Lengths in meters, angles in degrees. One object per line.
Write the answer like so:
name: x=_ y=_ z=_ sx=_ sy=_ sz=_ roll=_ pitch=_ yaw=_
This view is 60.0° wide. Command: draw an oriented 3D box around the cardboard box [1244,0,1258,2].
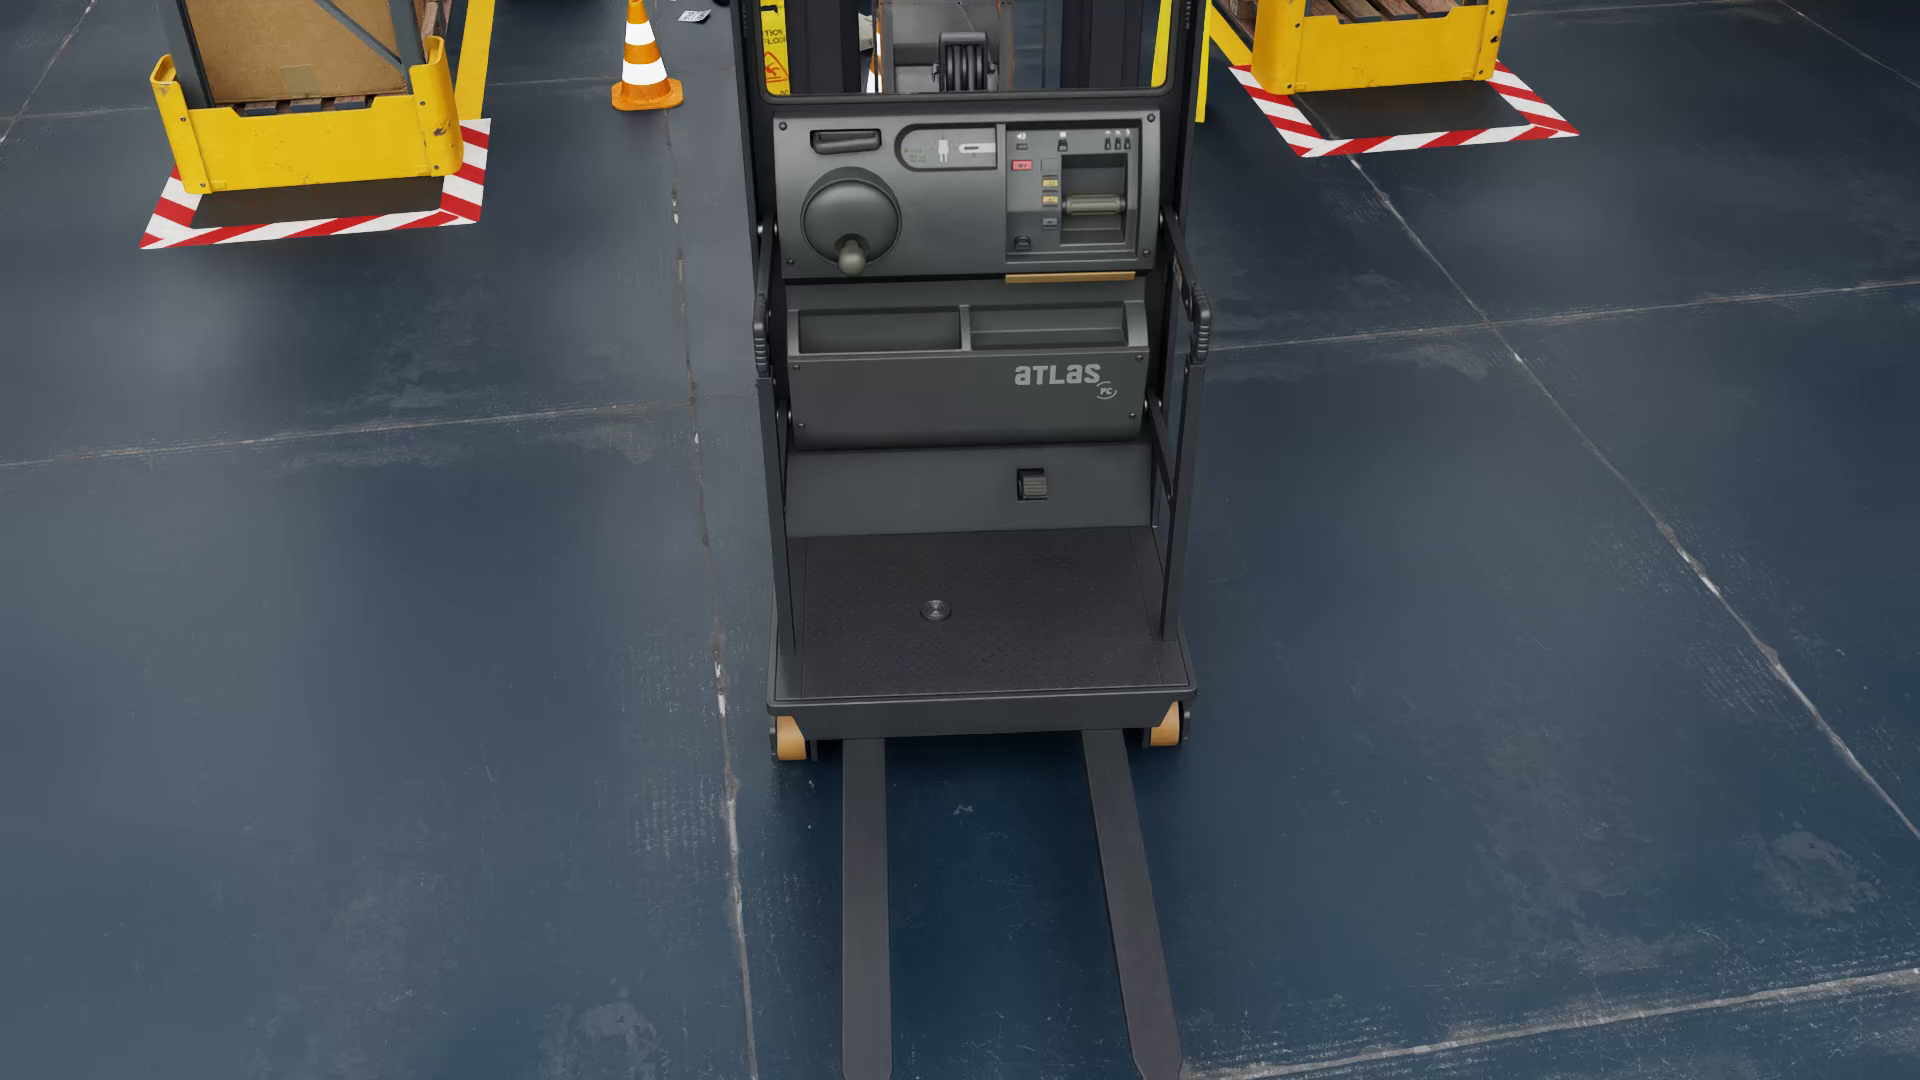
cardboard box: x=1.635 y=-2.997 z=8.562 sx=0.500 sy=0.250 sz=0.500 roll=-6 pitch=38 yaw=-8

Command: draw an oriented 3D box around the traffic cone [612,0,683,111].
traffic cone: x=-1.505 y=-2.322 z=7.861 sx=0.336 sy=0.463 sz=0.334 roll=-6 pitch=38 yaw=-8

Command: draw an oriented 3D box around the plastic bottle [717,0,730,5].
plastic bottle: x=-1.298 y=-2.998 z=9.059 sx=0.133 sy=0.061 sz=0.283 roll=-20 pitch=42 yaw=-23

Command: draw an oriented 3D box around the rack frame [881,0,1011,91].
rack frame: x=-0.042 y=-1.381 z=5.316 sx=0.400 sy=2.100 sz=0.015 roll=-2 pitch=38 yaw=-2

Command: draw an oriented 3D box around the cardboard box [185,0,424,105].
cardboard box: x=-2.994 y=-2.579 z=7.515 sx=0.875 sy=0.875 sz=0.875 roll=-6 pitch=38 yaw=-8

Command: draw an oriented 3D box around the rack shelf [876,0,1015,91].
rack shelf: x=-0.055 y=-1.520 z=5.517 sx=0.431 sy=0.518 sz=0.480 roll=-2 pitch=38 yaw=-2

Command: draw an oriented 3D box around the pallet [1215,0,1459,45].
pallet: x=1.925 y=-2.883 z=8.788 sx=1.003 sy=0.211 sz=1.213 roll=-6 pitch=38 yaw=-8

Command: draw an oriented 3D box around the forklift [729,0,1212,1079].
forklift: x=0.034 y=-0.771 z=3.854 sx=1.130 sy=2.935 sz=3.031 roll=-2 pitch=38 yaw=-2

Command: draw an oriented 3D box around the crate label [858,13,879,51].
crate label: x=-0.531 y=-2.577 z=8.456 sx=0.250 sy=0.136 sz=0.298 roll=-27 pitch=45 yaw=-31

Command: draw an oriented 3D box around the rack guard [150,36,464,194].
rack guard: x=-2.805 y=-1.848 z=7.222 sx=1.175 sy=0.500 sz=0.348 roll=-6 pitch=38 yaw=-8

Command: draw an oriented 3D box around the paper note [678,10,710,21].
paper note: x=-1.406 y=-2.781 z=8.807 sx=0.144 sy=0.017 sz=0.142 roll=6 pitch=38 yaw=8

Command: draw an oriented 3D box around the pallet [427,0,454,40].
pallet: x=-3.237 y=-2.959 z=8.886 sx=1.003 sy=0.211 sz=1.213 roll=-6 pitch=38 yaw=-8

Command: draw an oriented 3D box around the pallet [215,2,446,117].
pallet: x=-3.027 y=-2.223 z=7.940 sx=1.003 sy=0.211 sz=1.213 roll=-6 pitch=38 yaw=-8

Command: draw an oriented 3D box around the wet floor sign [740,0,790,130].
wet floor sign: x=-0.855 y=-2.116 z=7.447 sx=0.267 sy=0.644 sz=0.232 roll=-13 pitch=40 yaw=-16

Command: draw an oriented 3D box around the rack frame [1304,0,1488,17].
rack frame: x=2.046 y=-3.443 z=7.237 sx=1.000 sy=3.000 sz=0.127 roll=-6 pitch=38 yaw=-8

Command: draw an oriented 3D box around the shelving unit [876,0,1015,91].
shelving unit: x=-0.055 y=-1.531 z=5.508 sx=0.431 sy=2.100 sz=0.503 roll=-2 pitch=38 yaw=-2

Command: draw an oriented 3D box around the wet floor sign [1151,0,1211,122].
wet floor sign: x=1.026 y=-2.284 z=7.664 sx=0.267 sy=0.644 sz=0.232 roll=6 pitch=38 yaw=8

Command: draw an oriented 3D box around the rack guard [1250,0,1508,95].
rack guard: x=2.033 y=-2.502 z=8.063 sx=1.175 sy=0.500 sz=0.348 roll=-6 pitch=38 yaw=-8

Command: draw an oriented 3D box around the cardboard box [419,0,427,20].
cardboard box: x=-3.150 y=-3.111 z=8.198 sx=0.875 sy=0.875 sz=0.875 roll=-7 pitch=38 yaw=-9

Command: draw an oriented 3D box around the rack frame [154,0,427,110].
rack frame: x=-2.810 y=-2.850 z=6.474 sx=1.000 sy=3.000 sz=0.127 roll=-6 pitch=38 yaw=-8

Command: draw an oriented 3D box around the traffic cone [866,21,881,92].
traffic cone: x=-0.333 y=-2.238 z=7.753 sx=0.336 sy=0.463 sz=0.334 roll=-6 pitch=38 yaw=-8
